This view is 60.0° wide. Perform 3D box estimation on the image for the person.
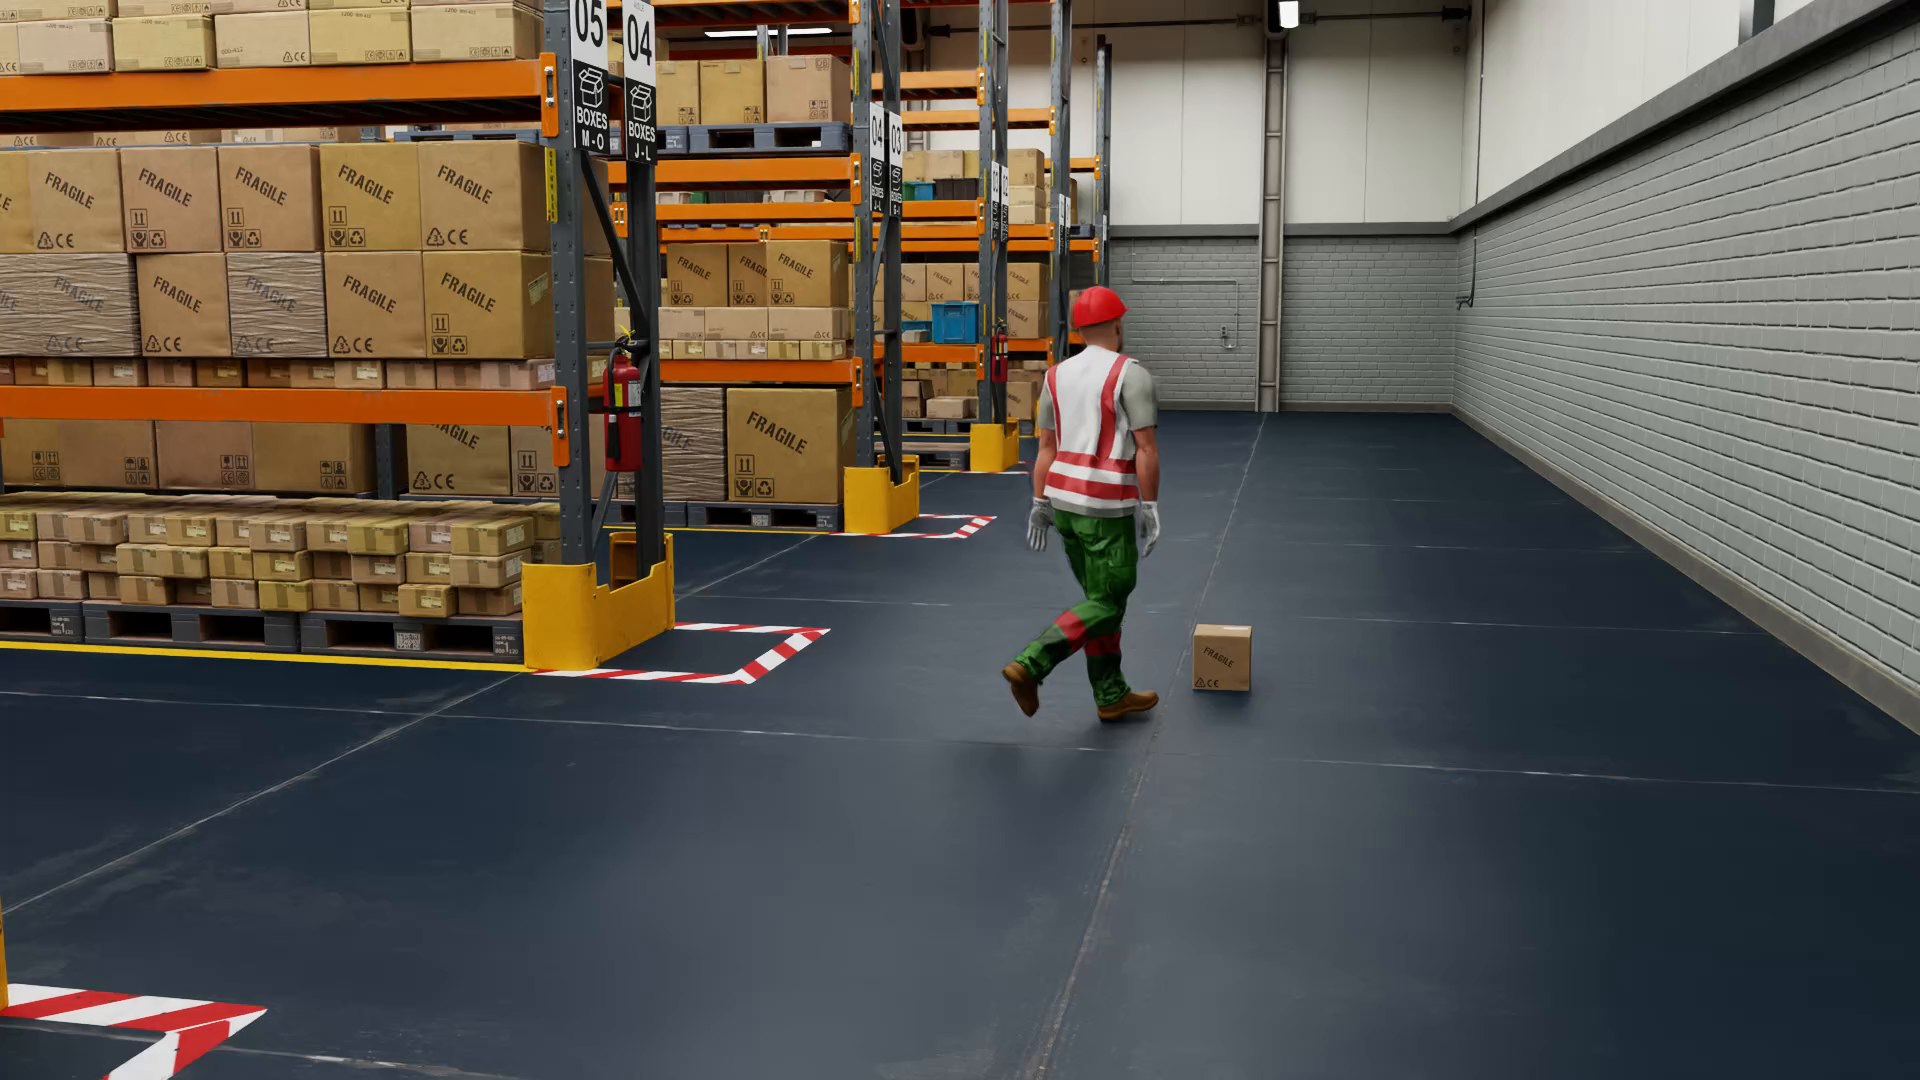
[{"bbox_3d":[0.500,-0.121,6.624,0.838,1.769,0.605,-6,10,-38],"label":"person"}]
